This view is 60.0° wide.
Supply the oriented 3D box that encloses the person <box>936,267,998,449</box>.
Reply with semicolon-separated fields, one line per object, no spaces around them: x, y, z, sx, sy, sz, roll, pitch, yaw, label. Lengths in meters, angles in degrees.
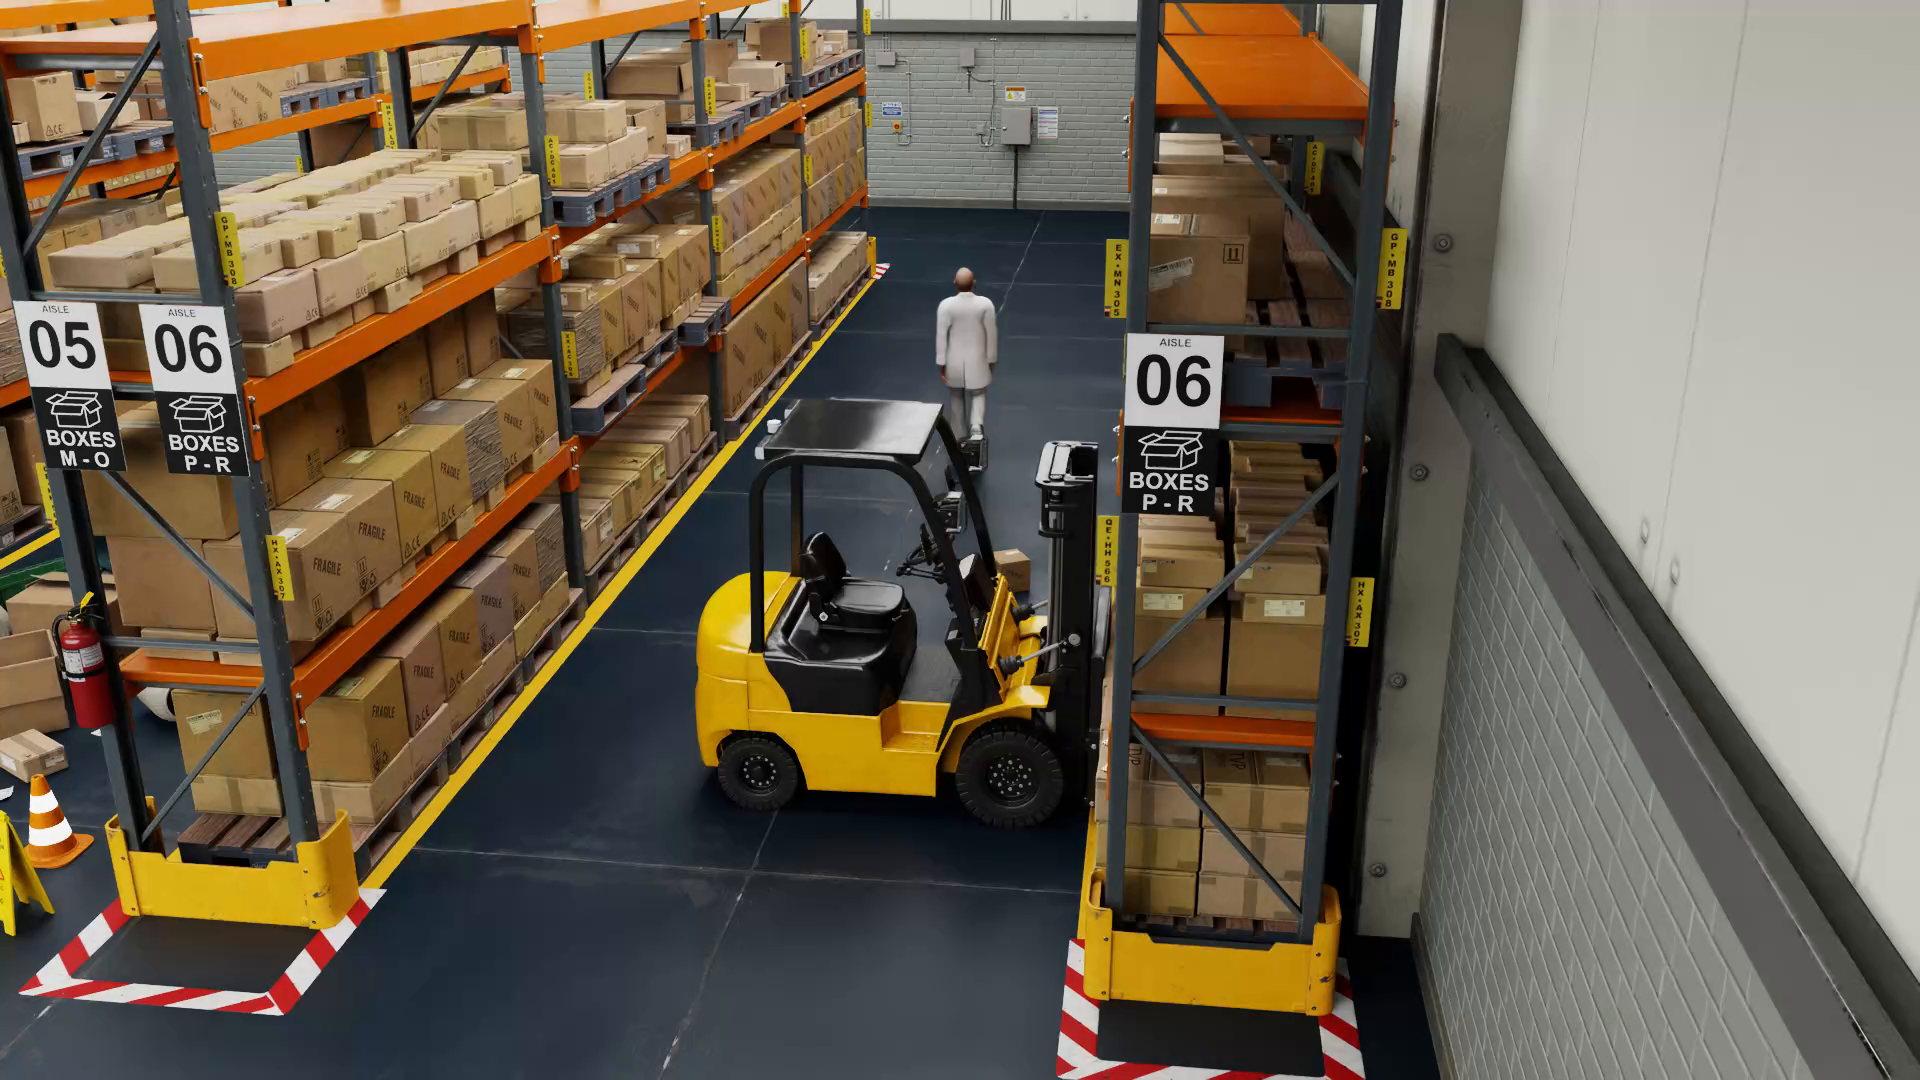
0.065;-1.613;15.400;0.577;1.684;0.778;0;21;-1;person
